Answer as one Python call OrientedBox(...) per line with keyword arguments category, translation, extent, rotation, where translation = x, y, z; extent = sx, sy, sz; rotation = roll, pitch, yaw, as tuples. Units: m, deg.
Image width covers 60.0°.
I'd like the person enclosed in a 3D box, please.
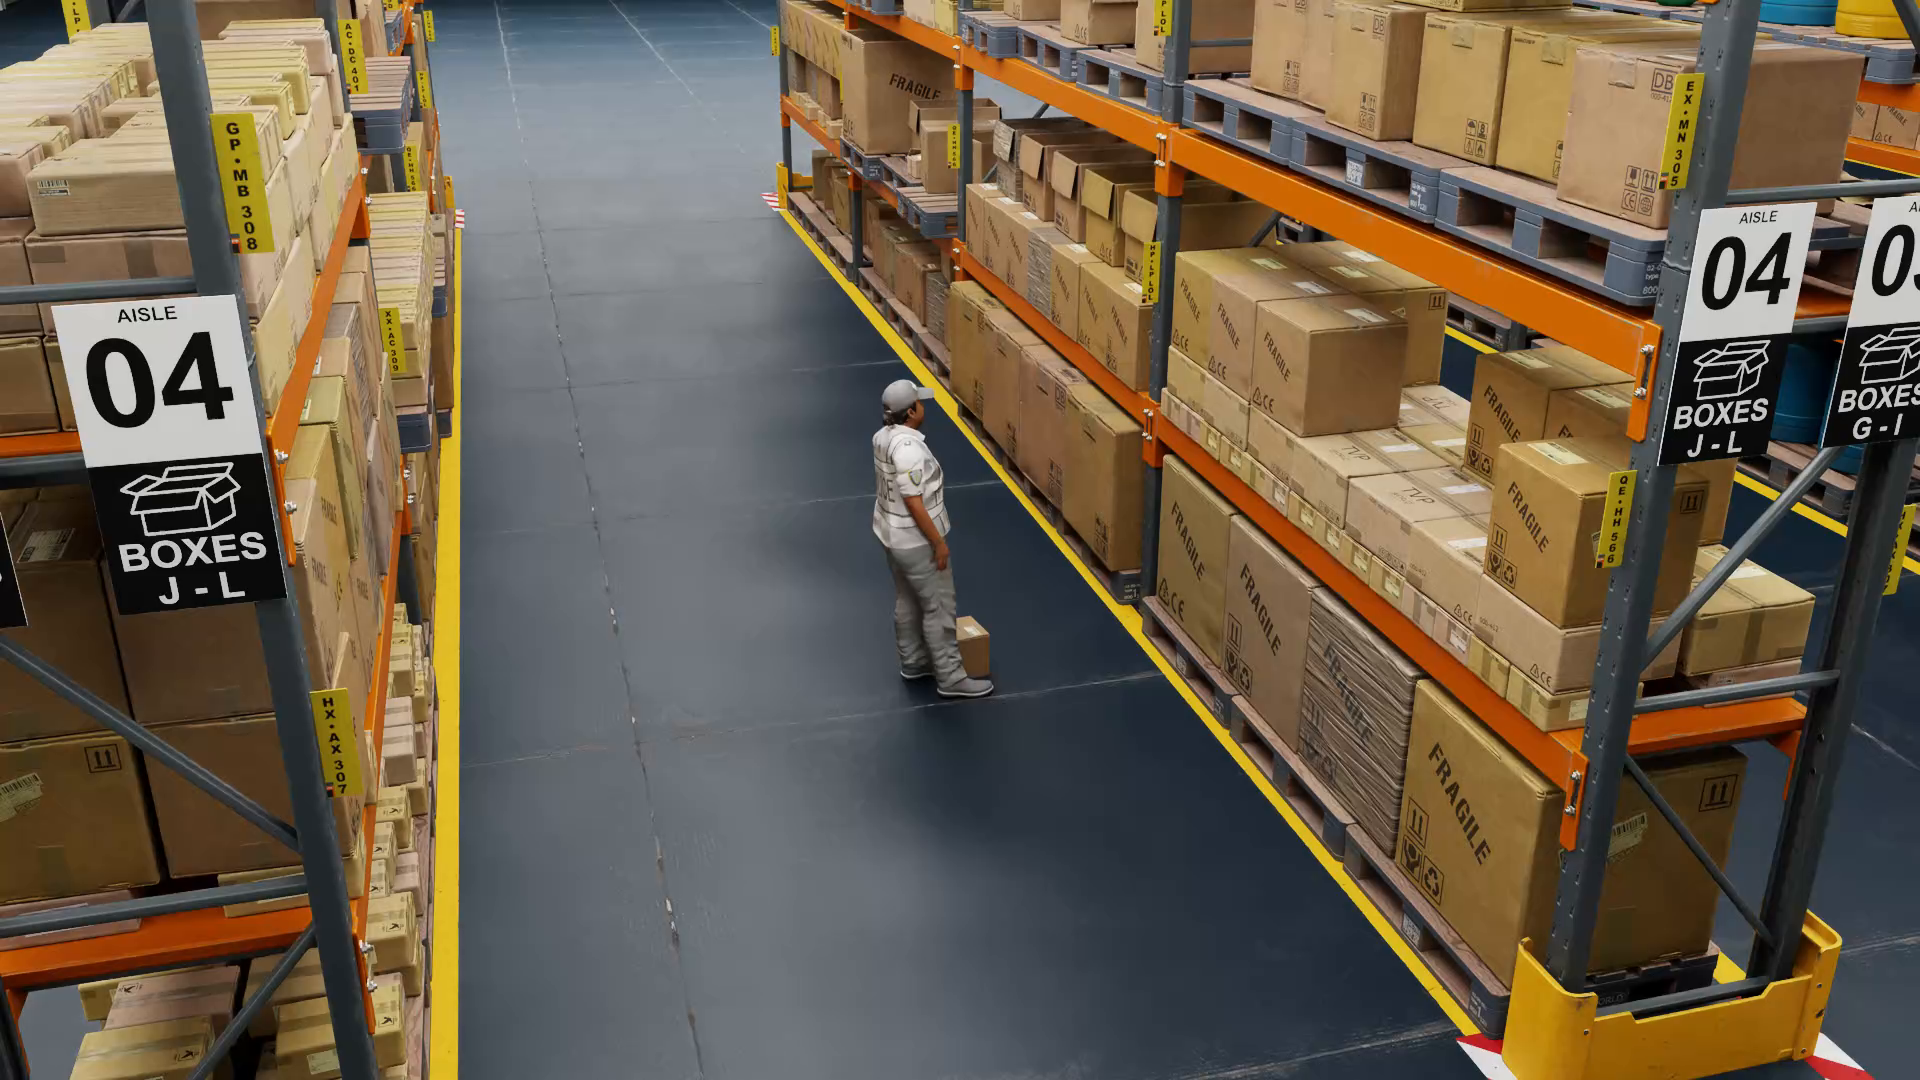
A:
OrientedBox(category="person", translation=(-0.160, -0.022, 8.618), extent=(0.526, 1.670, 0.598), rotation=(-9, 25, -20))
